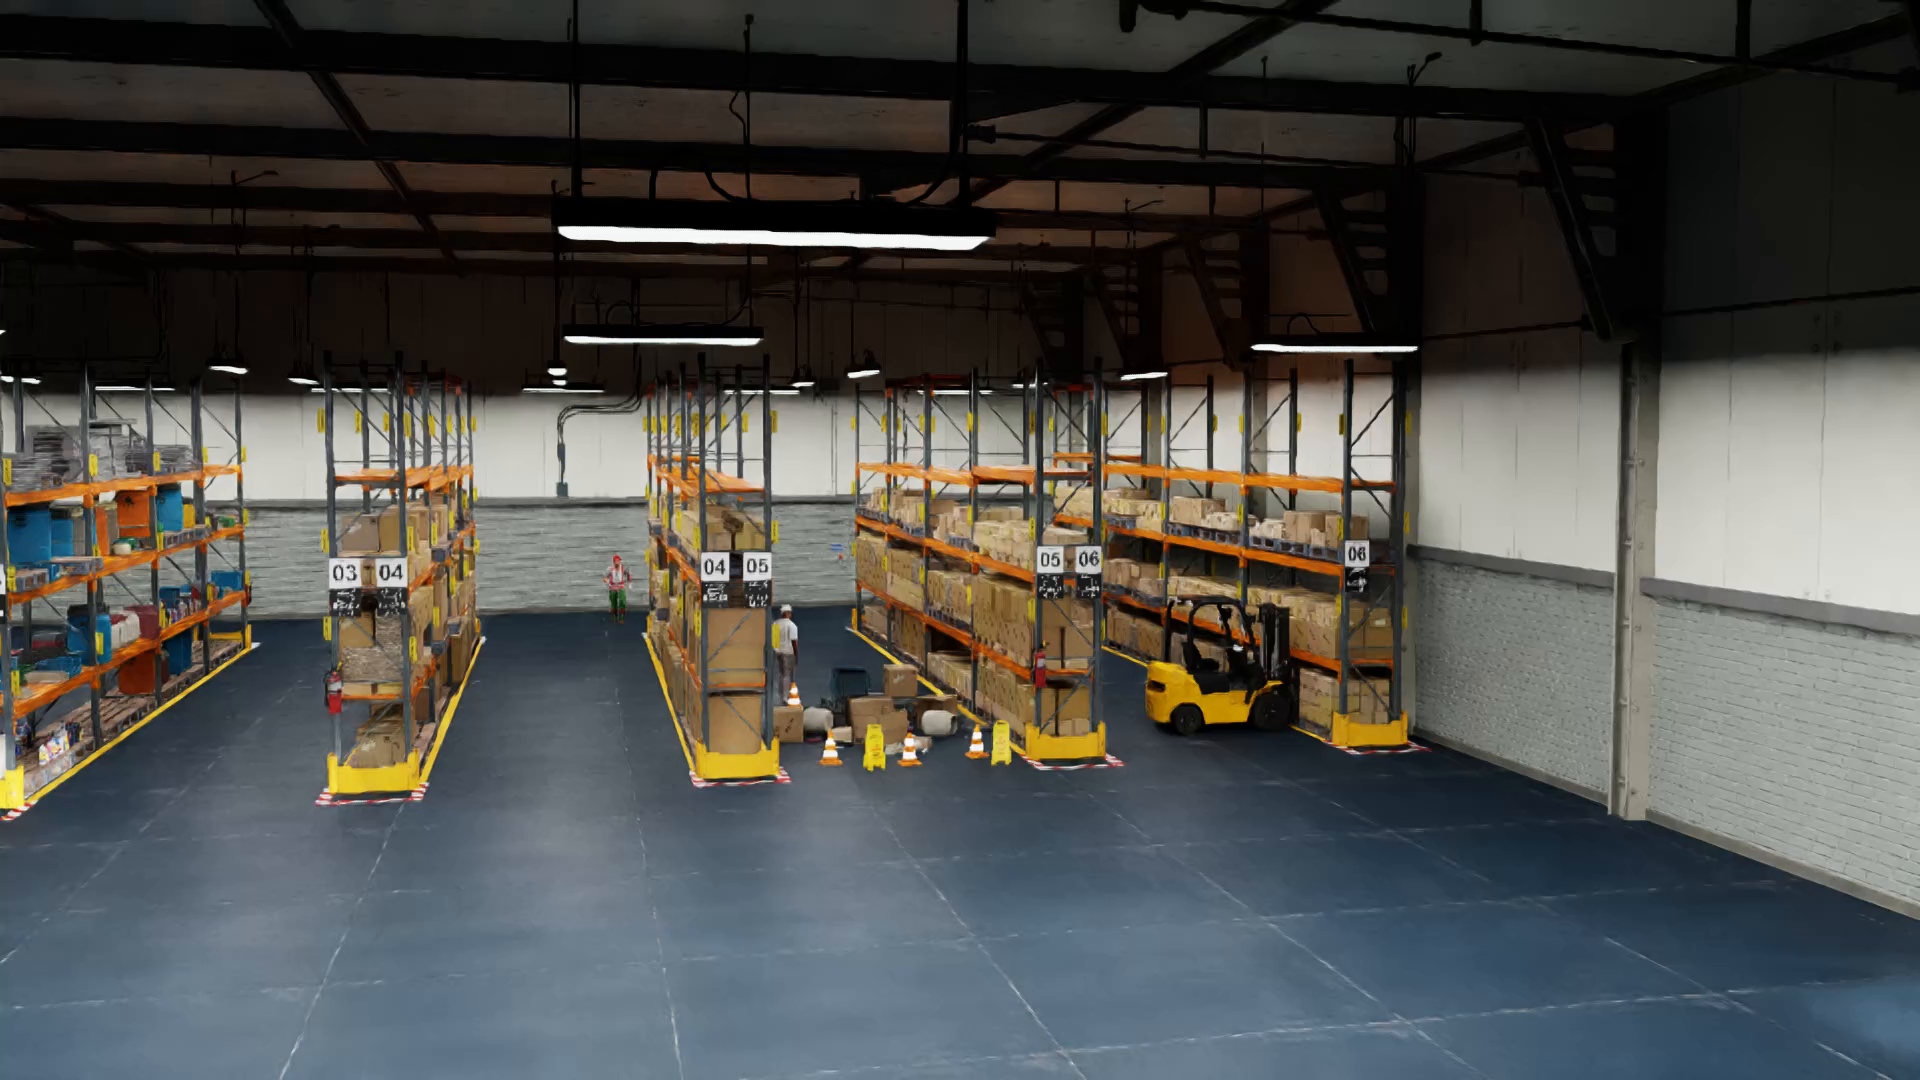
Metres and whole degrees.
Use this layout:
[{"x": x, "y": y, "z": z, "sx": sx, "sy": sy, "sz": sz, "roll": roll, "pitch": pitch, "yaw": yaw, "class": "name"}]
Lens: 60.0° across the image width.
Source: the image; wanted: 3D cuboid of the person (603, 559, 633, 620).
[{"x": -8.615, "y": 1.223, "z": 41.879, "sx": 0.703, "sy": 1.618, "sz": 0.835, "roll": -1, "pitch": 4, "yaw": -8, "class": "person"}]

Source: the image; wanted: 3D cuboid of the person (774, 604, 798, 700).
[{"x": -3.116, "y": 1.995, "z": 29.816, "sx": 0.349, "sy": 1.706, "sz": 0.470, "roll": -4, "pitch": 5, "yaw": -43, "class": "person"}]
